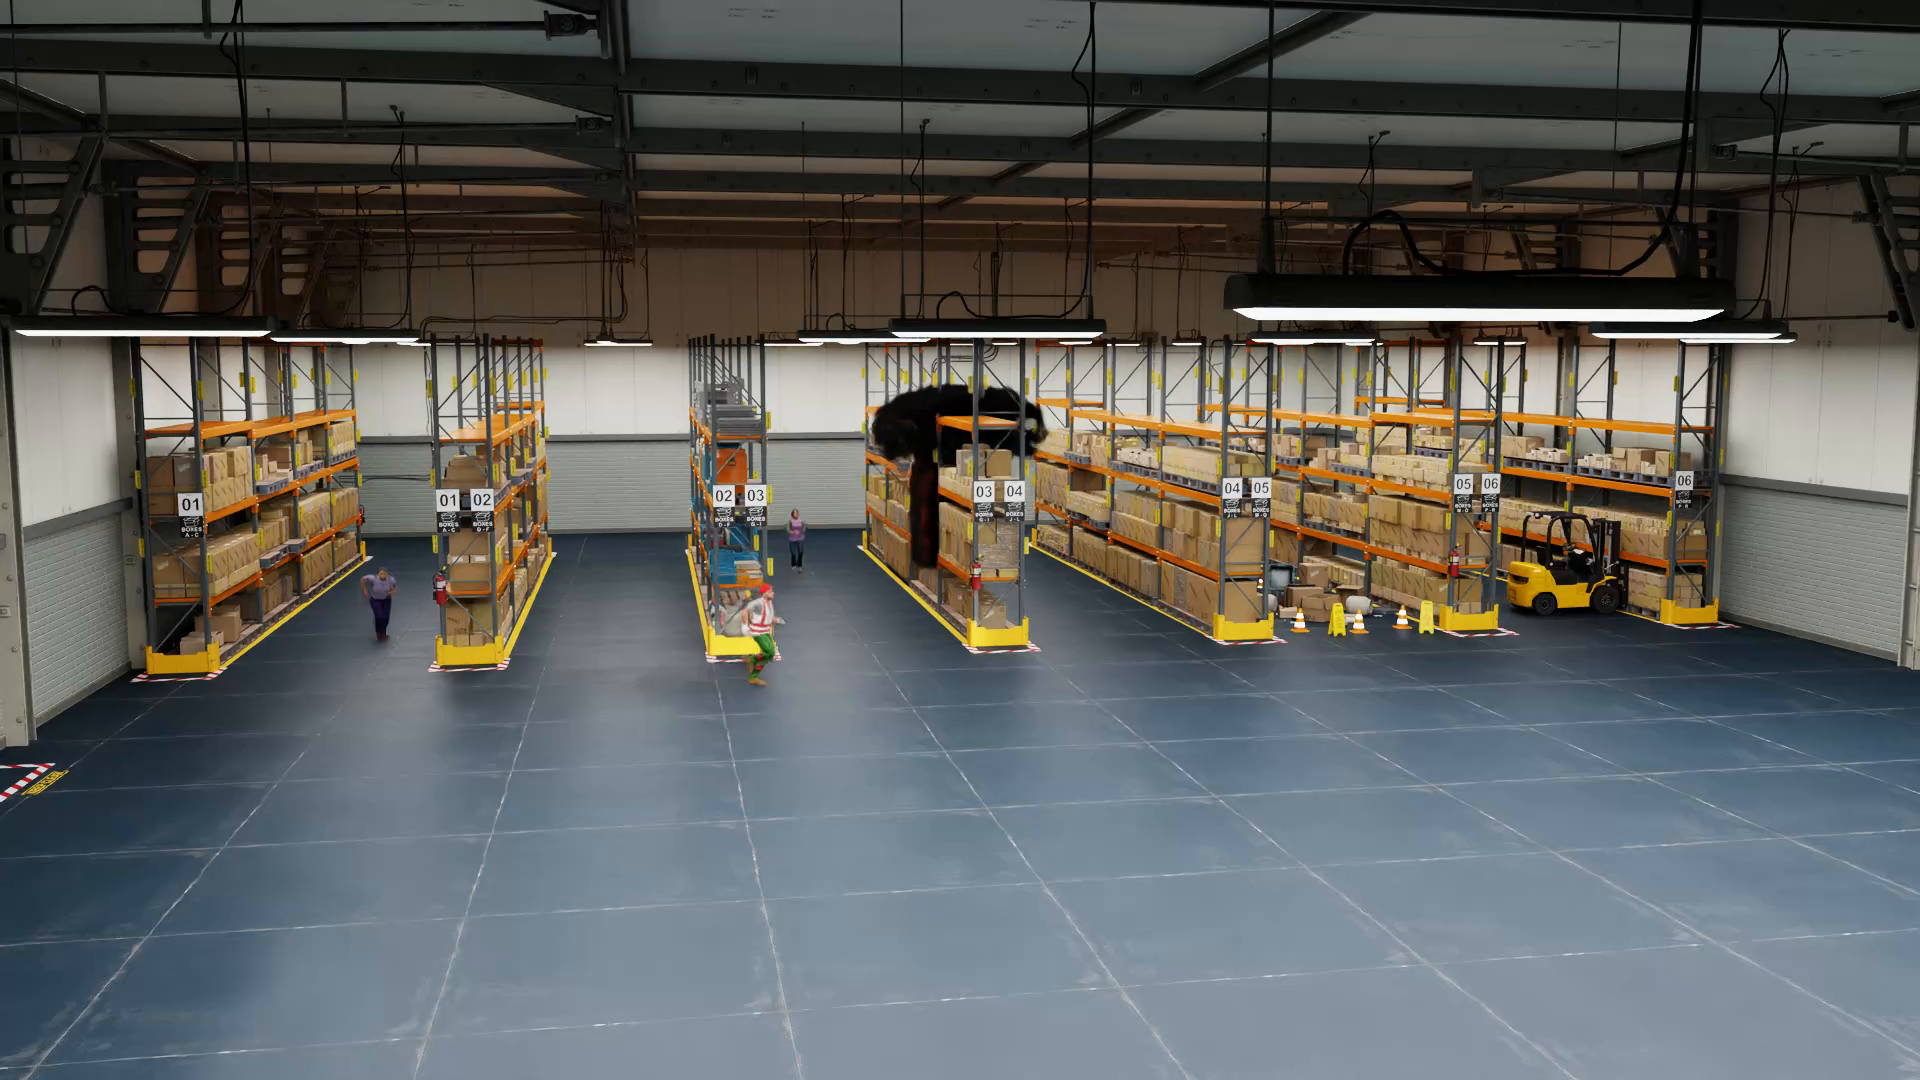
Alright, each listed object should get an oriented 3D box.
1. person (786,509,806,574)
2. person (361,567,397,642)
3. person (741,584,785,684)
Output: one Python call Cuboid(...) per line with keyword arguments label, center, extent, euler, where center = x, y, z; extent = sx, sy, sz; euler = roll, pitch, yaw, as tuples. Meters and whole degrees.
Cuboid(label="person", center=(-4.017, 0.037, 40.869), extent=(0.511, 1.616, 0.636), euler=(-2, 7, -15))
Cuboid(label="person", center=(-11.372, 1.257, 32.580), extent=(0.641, 1.524, 0.929), euler=(-4, 7, -28))
Cuboid(label="person", center=(-3.328, 1.614, 28.425), extent=(0.647, 1.727, 0.710), euler=(3, 7, 22))
